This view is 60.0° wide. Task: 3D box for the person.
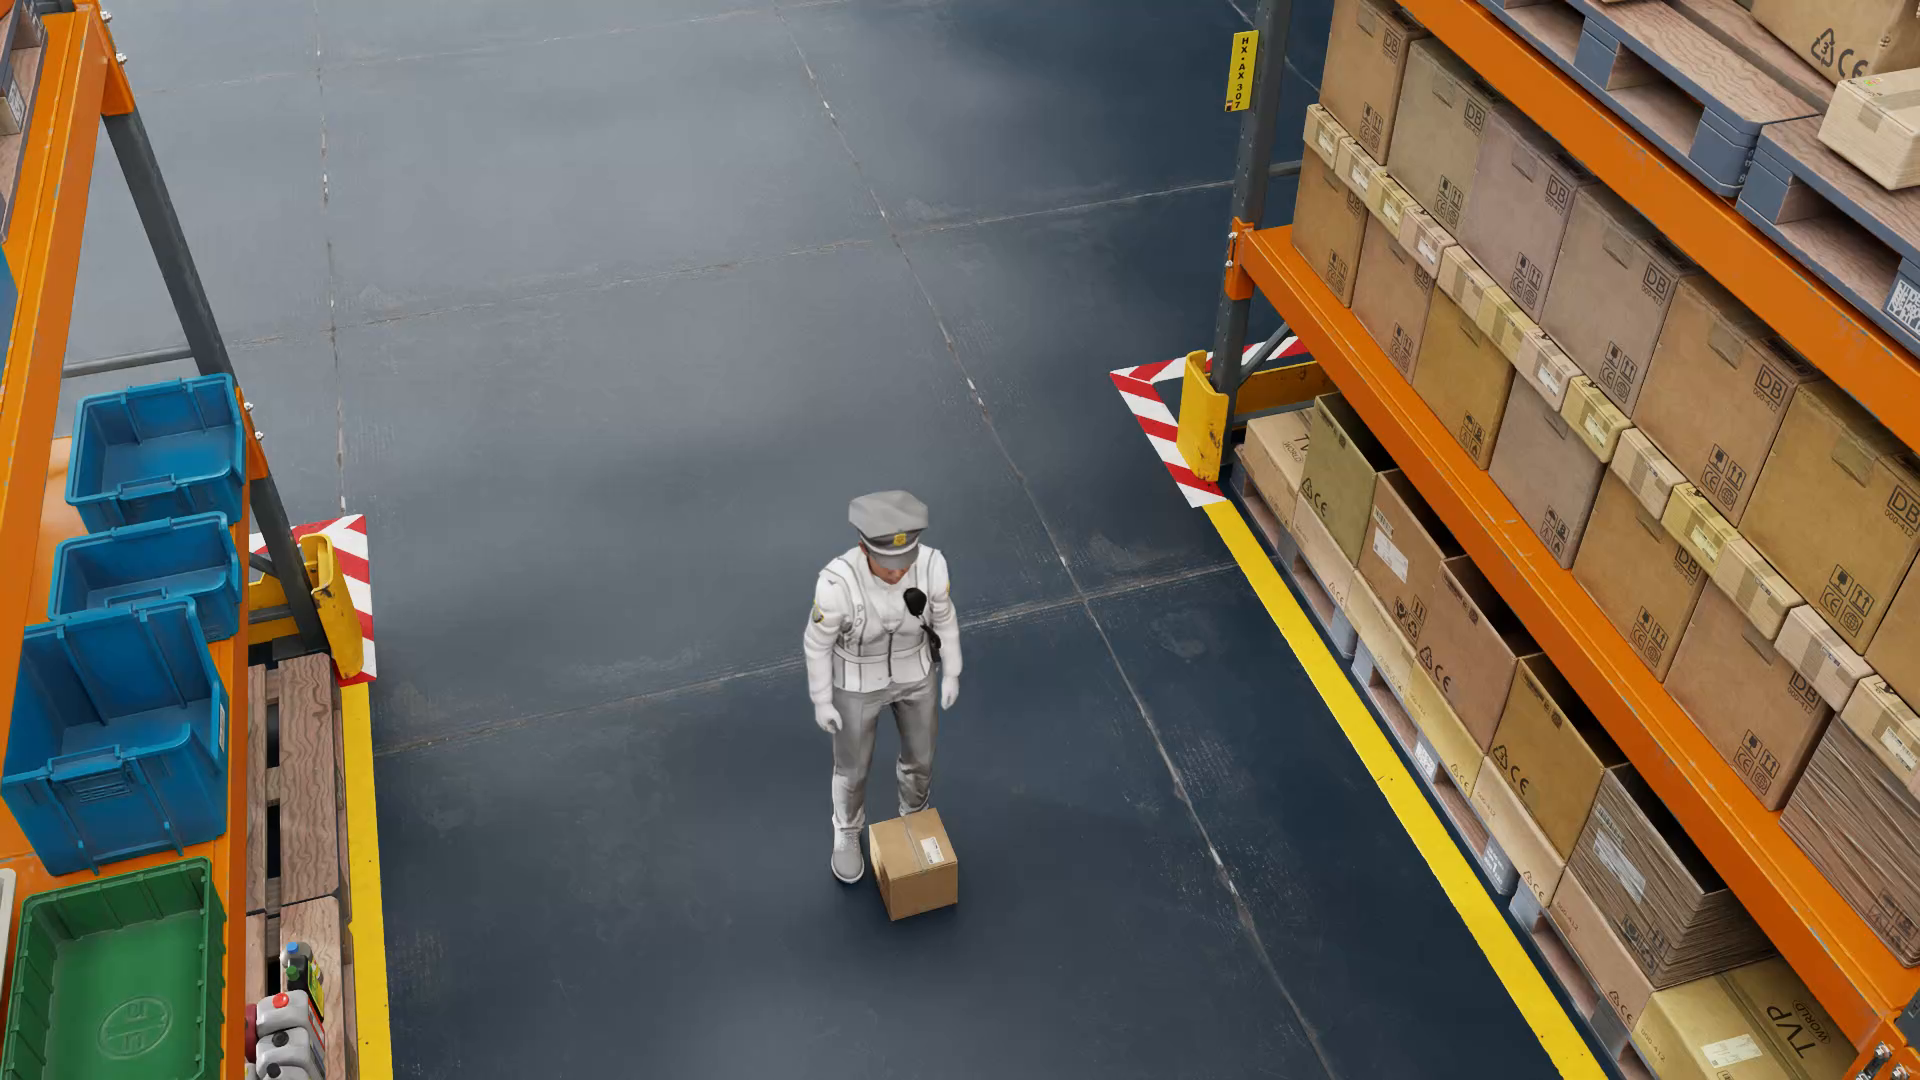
[{"bbox_3d":[-0.250,0.485,5.628,0.530,1.663,0.371,-12,44,-12],"label":"person"}]
